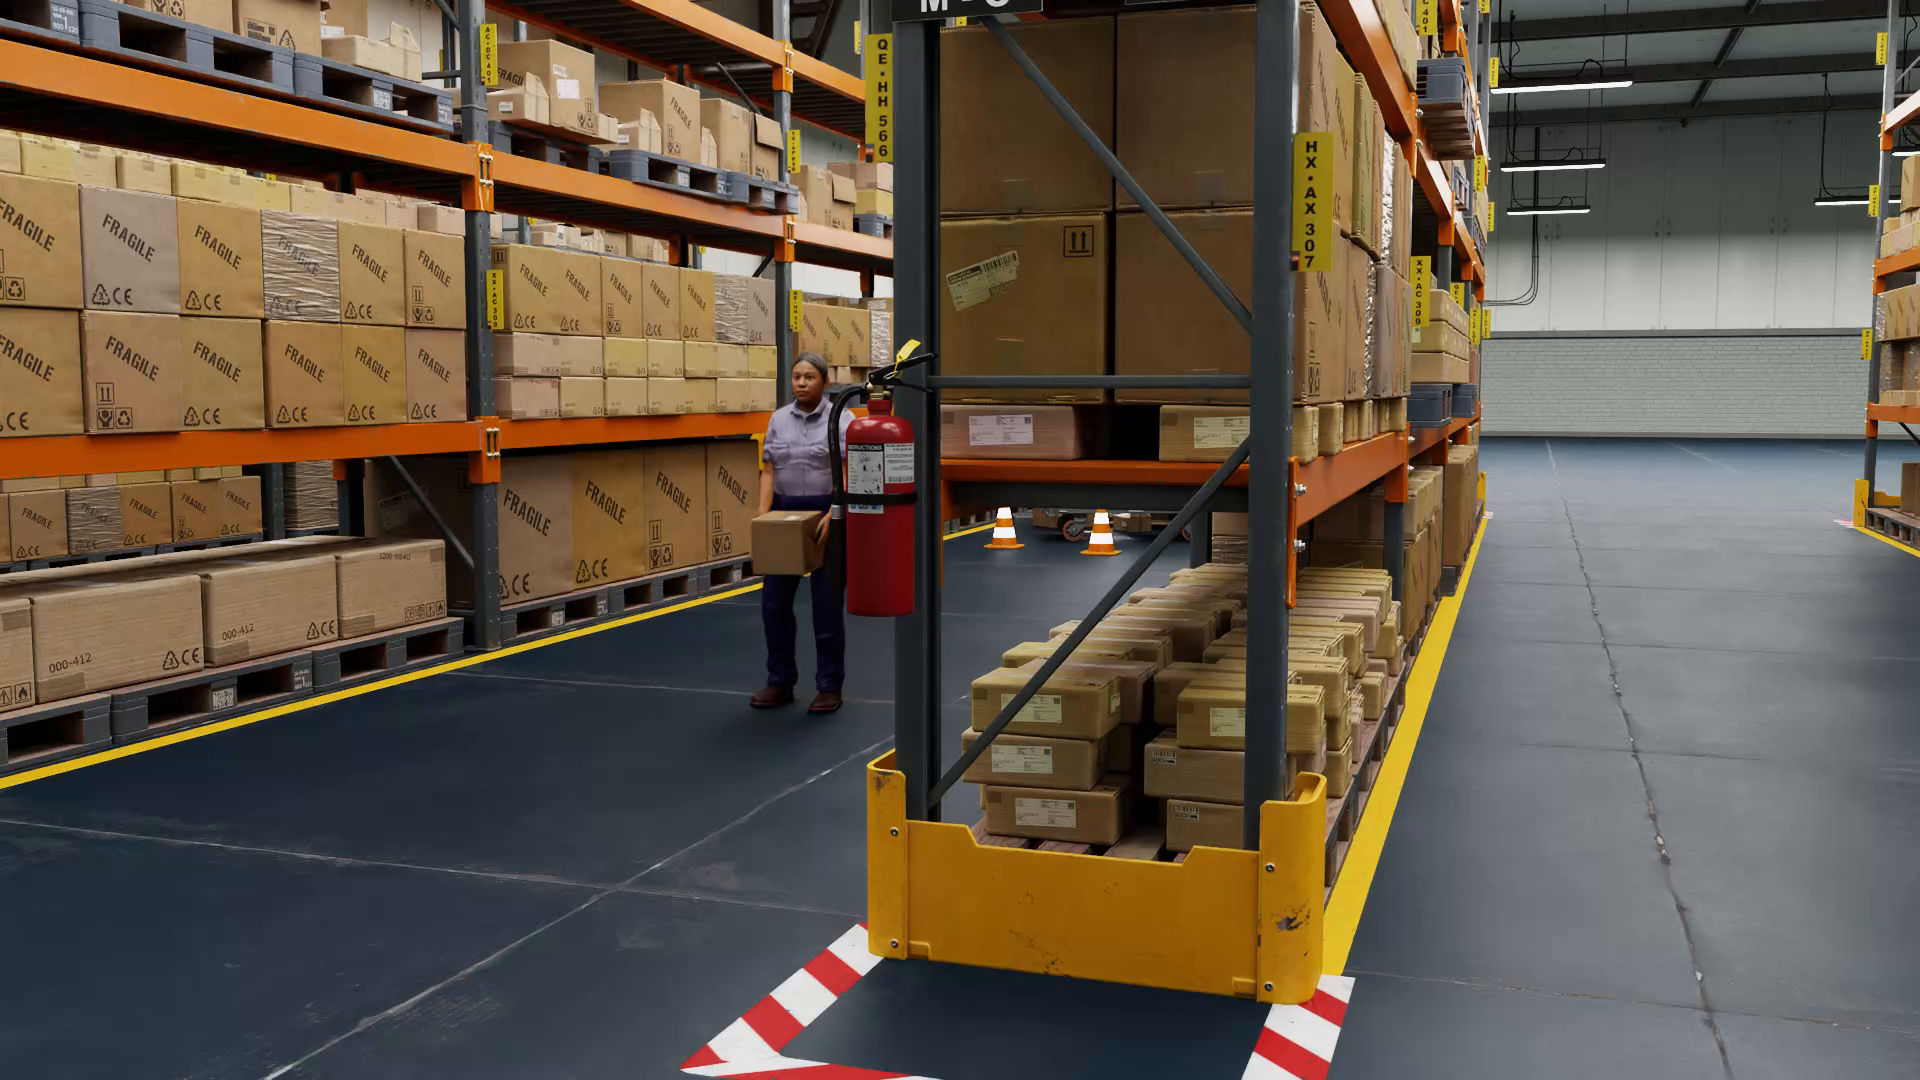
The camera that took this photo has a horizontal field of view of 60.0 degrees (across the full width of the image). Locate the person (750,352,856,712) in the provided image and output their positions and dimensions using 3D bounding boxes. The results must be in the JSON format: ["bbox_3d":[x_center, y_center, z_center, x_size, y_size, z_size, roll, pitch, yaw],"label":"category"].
[{"bbox_3d":[-0.717,-0.046,7.756,0.506,1.656,0.423,2,6,18],"label":"person"}]
